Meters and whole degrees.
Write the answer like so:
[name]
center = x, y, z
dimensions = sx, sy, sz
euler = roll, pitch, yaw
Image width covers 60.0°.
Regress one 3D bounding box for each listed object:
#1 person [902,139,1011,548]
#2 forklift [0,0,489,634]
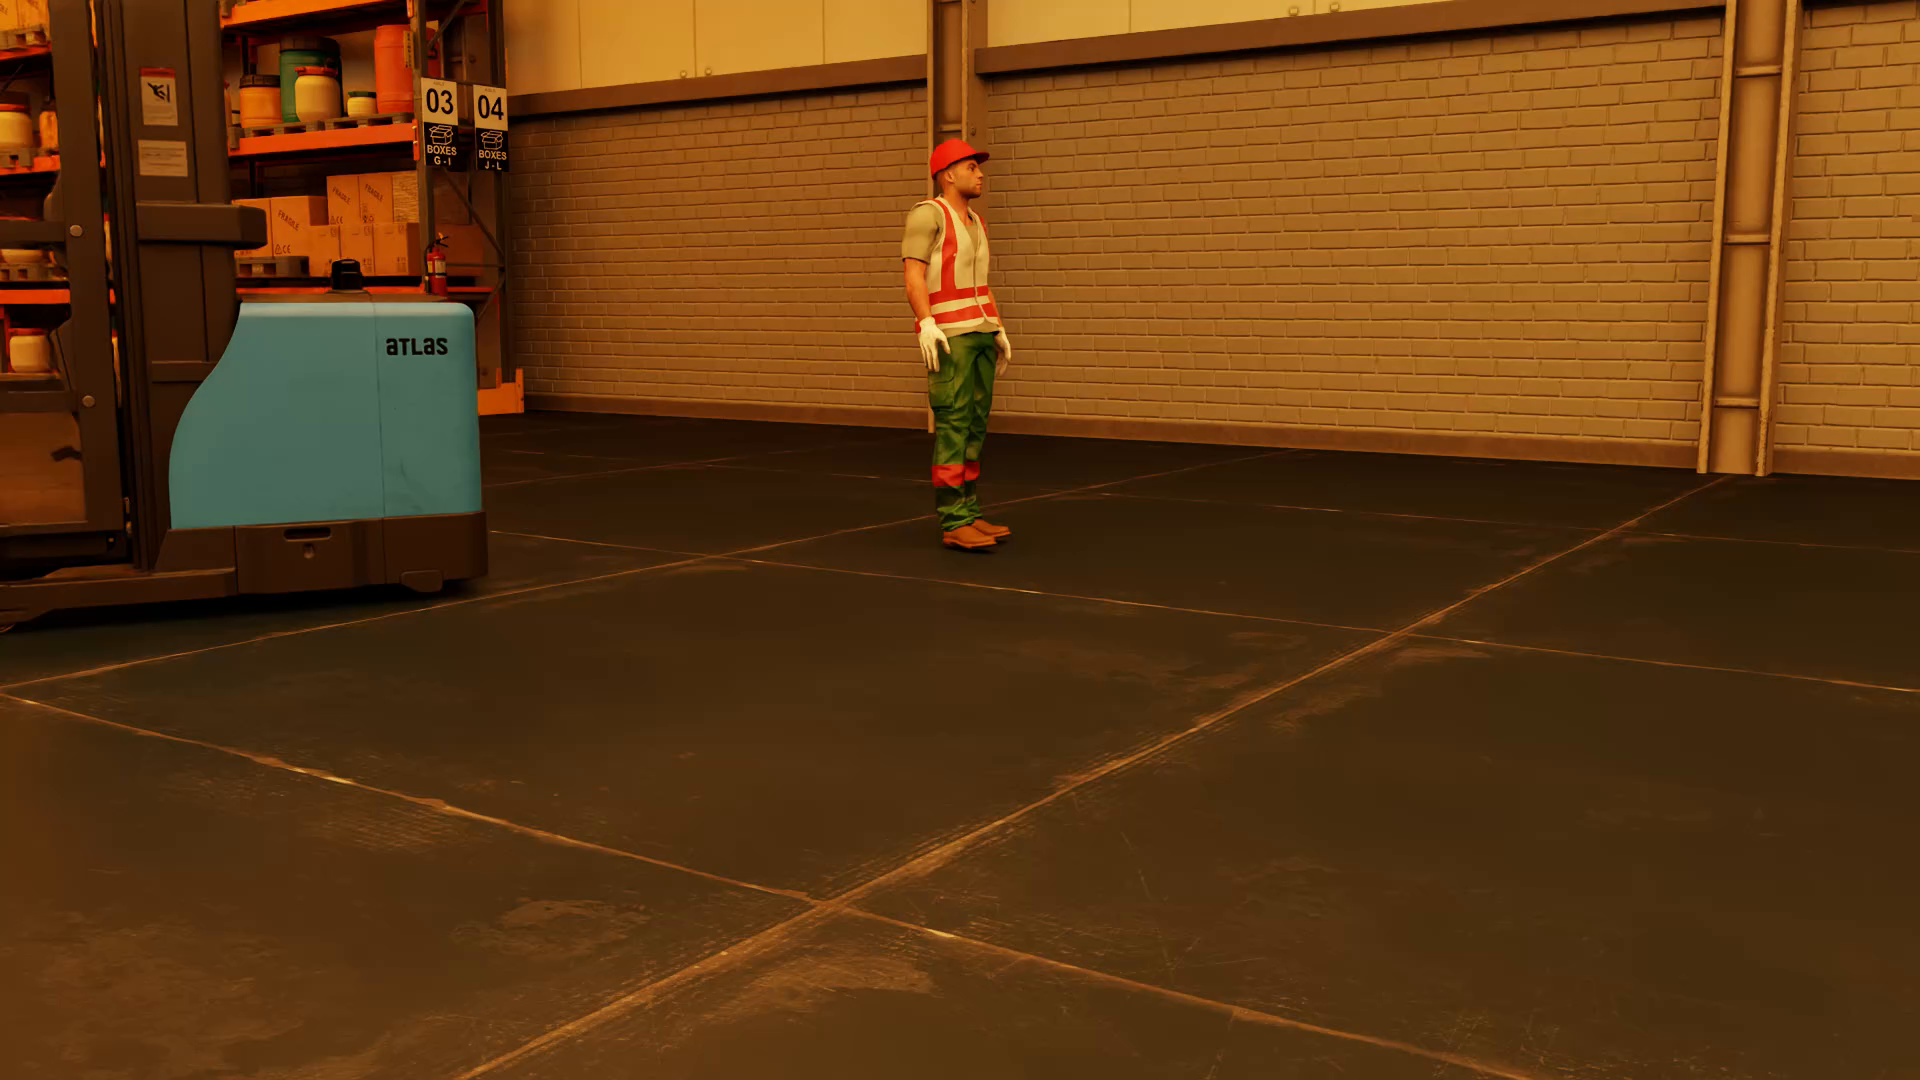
[person]
center = 0.060, -0.885, 7.422
dimensions = 0.562, 1.790, 0.637
euler = 5, 10, 34
[forklift]
center = -3.311, -1.215, 5.734
dimensions = 3.031, 2.935, 1.130
euler = -4, 9, -26
